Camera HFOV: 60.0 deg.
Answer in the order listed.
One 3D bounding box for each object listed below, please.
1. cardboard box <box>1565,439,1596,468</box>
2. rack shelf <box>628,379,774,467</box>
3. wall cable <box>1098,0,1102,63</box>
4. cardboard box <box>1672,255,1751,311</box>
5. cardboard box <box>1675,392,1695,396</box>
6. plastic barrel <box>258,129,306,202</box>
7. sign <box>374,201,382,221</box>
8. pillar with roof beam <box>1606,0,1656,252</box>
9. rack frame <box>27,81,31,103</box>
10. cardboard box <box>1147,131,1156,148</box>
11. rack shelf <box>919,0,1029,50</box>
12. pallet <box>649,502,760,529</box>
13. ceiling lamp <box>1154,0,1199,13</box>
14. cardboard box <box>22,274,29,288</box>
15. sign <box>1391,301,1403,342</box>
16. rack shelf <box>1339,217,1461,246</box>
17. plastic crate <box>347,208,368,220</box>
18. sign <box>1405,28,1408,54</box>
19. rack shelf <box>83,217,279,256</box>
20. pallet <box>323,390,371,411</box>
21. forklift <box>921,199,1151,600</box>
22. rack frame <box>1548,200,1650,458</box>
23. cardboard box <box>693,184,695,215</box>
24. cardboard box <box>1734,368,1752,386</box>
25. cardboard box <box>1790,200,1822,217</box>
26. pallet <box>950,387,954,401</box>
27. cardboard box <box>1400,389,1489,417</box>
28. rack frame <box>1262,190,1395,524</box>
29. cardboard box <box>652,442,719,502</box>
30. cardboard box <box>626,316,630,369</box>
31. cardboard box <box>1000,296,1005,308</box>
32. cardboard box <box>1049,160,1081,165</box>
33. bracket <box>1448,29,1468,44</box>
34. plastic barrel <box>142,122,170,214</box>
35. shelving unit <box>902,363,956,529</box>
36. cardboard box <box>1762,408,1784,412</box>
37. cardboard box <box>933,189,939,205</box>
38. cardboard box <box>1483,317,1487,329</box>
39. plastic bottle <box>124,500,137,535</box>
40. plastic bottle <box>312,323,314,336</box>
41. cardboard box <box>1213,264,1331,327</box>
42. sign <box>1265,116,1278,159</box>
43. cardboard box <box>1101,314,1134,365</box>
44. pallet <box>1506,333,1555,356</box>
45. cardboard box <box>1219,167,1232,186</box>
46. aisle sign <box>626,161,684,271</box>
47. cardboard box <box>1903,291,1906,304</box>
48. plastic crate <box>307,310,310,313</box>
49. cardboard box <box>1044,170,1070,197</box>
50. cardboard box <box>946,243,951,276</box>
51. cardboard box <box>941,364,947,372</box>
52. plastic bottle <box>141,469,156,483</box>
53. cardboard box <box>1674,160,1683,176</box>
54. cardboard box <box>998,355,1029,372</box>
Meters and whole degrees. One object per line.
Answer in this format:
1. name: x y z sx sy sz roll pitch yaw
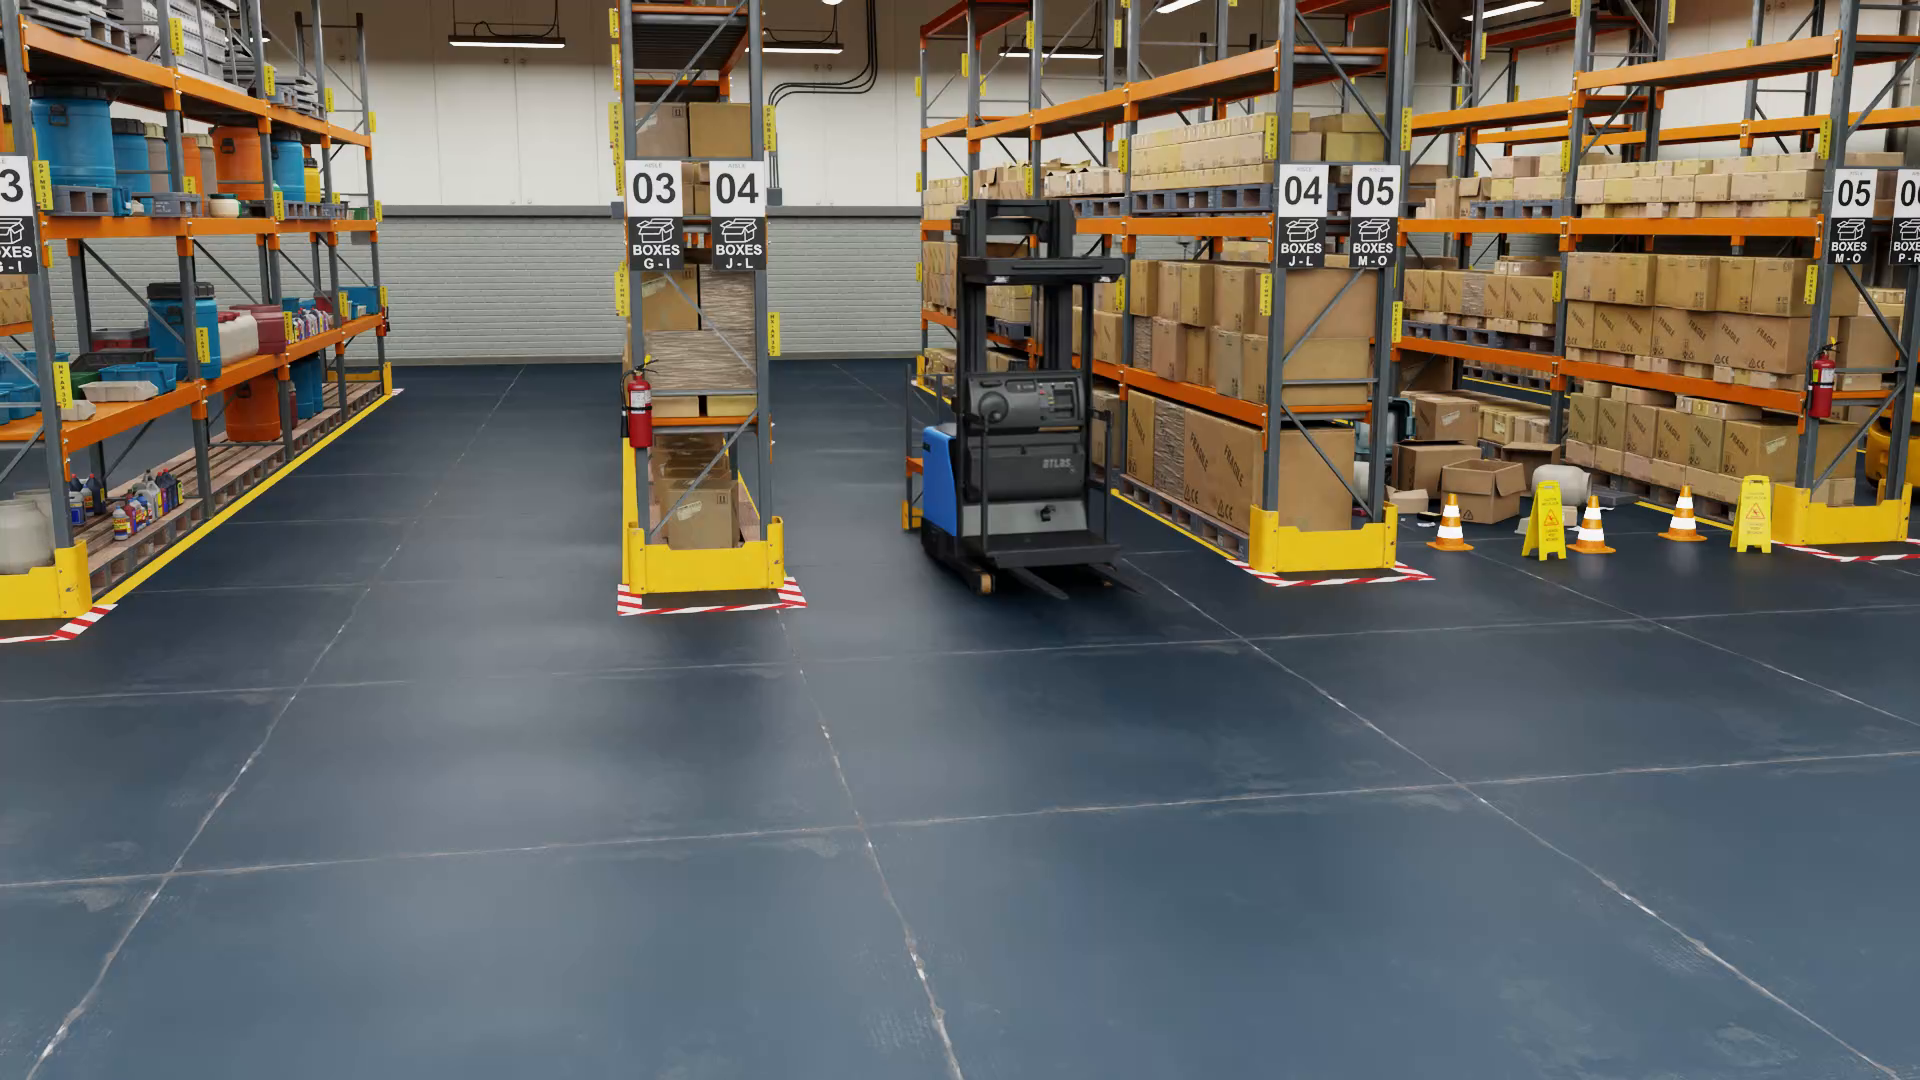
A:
1. cardboard box: 6.855 -0.934 17.813 0.500 0.250 0.500 -3 11 -14
2. rack shelf: -2.326 -1.116 14.462 1.077 0.370 4.000 -2 11 -11
3. wall cable: 1.771 -11.268 33.786 2.355 3.000 0.029 -2 11 -11
4. cardboard box: 7.179 -2.418 15.642 0.700 0.500 0.500 -2 11 -12
5. cardboard box: 10.716 -2.252 24.067 0.500 0.500 0.500 -2 11 -12
6. plastic barrel: -8.648 -4.742 21.103 0.600 0.901 0.708 -2 11 -11
7. sign: -9.371 -5.302 26.789 0.100 0.325 0.005 -2 11 -11
8. pillar with roof beam: 6.844 -6.796 26.336 9.100 9.000 0.548 -2 11 -11
9. rack frame: -14.767 -6.625 25.435 1.000 3.000 0.127 -2 11 -11
10. cardboard box: 2.007 -3.823 15.887 0.380 0.149 0.250 -2 11 -12
11. rack shelf: 0.225 -8.059 26.004 1.077 0.370 4.000 -2 11 -11
12. pallet: -2.309 -0.120 14.764 1.003 0.211 1.213 -2 11 -11
13. ceiling lamp: 3.470 -9.246 23.596 0.800 3.185 2.000 -2 11 -11
14. cardboard box: -14.312 -4.054 25.030 0.500 0.500 0.500 -2 11 -9
15. sign: 3.493 -1.748 13.330 0.100 0.325 0.005 -2 11 -11
16. rack shelf: 5.839 -4.417 23.784 1.077 0.370 4.000 -2 11 -11
17. plastic crate: -9.436 -5.056 25.783 0.450 0.188 0.336 -2 11 -11
18. sign: 5.684 -6.393 21.297 0.100 0.325 0.005 -2 11 -11
19. rack shelf: -7.963 -3.143 17.090 1.077 0.370 4.000 -2 11 -11
20. pallet: -9.551 -2.111 25.224 1.003 0.211 1.213 -2 11 -11
21. forklift: 0.578 -1.107 12.673 1.130 2.935 3.031 -3 11 -16
22. rack frame: 7.006 -2.197 18.216 1.000 3.000 0.127 -2 11 -11
23. cardboard box: -1.884 -2.695 13.211 0.500 0.250 0.500 -2 11 -12
24. cardboard box: 7.314 -1.491 15.178 0.380 0.149 0.250 -2 11 -12
25. cardboard box: 7.440 -2.868 14.395 0.380 0.149 0.250 -2 11 -11
26. pallet: 0.448 -2.217 25.782 1.003 0.211 1.213 -2 11 -11
27. cardboard box: 6.328 -1.742 21.730 0.950 0.372 0.625 -3 11 -15
28. rack frame: 2.948 -1.265 13.318 1.000 3.000 0.127 -2 11 -11
29. cardboard box: -2.558 -0.635 15.573 0.500 0.500 0.500 1 11 7
30. cardboard box: -2.626 -1.854 15.351 0.875 0.500 0.500 -2 11 -11
31. cardboard box: 0.742 -3.132 21.882 0.380 0.149 0.250 -2 11 -10
32. cardboard box: 1.395 -4.855 21.843 0.396 0.266 0.258 -2 11 -11
33. bracket: 9.632 -9.732 32.136 0.235 0.232 0.430 -2 11 -11
34. plastic barrel: -8.013 -3.581 16.127 0.600 0.901 0.600 0 11 0
35. shelving unit: -0.104 -0.768 14.722 0.587 1.500 1.083 -3 11 -16
36. cardboard box: 7.697 -1.037 16.350 0.500 0.500 0.500 -2 11 -10
37. cardboard box: -0.145 -5.566 26.958 0.500 0.250 0.500 -2 11 -10
38. cardboard box: 6.500 -2.604 19.902 0.380 0.149 0.250 -3 11 -13
39. plastic bottle: -6.869 -0.190 13.762 0.061 0.283 0.133 -2 11 -10
40. plastic bottle: -8.491 -2.761 21.711 0.097 0.201 0.097 0 11 0
41. cardboard box: 2.740 -2.143 14.646 0.875 0.550 0.550 -2 11 -11
42. sign: 2.413 -3.117 12.872 0.100 0.325 0.005 -2 11 -11
43. cardboard box: 1.806 -2.133 17.615 0.500 0.500 0.500 -2 11 -11
44. pallet: 7.000 -2.248 18.998 1.003 0.211 1.213 -2 11 -11
45. cardboard box: 2.403 -3.058 14.002 0.380 0.149 0.250 -2 11 -10
46. aisle sign: -2.219 -2.358 12.108 0.394 0.787 0.004 -2 11 -11
47. cardboard box: 11.526 -2.894 19.875 0.380 0.149 0.250 -2 11 -11
48. plastic crate: -9.763 -3.332 24.724 0.293 0.136 0.466 -2 11 -11
49. cardboard box: 1.317 -4.276 19.967 0.500 0.311 0.500 -2 11 -11
50. cardboard box: 0.066 -4.417 26.145 0.500 0.500 0.500 -2 11 -10
51. cardboard box: -0.094 -2.855 27.382 0.380 0.149 0.250 -3 11 -14
52. plastic bottle: -7.307 -0.458 14.989 0.144 0.351 0.185 -2 11 -11
53. cardboard box: 7.130 -3.587 16.036 0.380 0.149 0.250 -2 11 -10
54. cardboard box: 0.809 -2.380 22.737 0.500 0.250 0.500 -2 11 -10
